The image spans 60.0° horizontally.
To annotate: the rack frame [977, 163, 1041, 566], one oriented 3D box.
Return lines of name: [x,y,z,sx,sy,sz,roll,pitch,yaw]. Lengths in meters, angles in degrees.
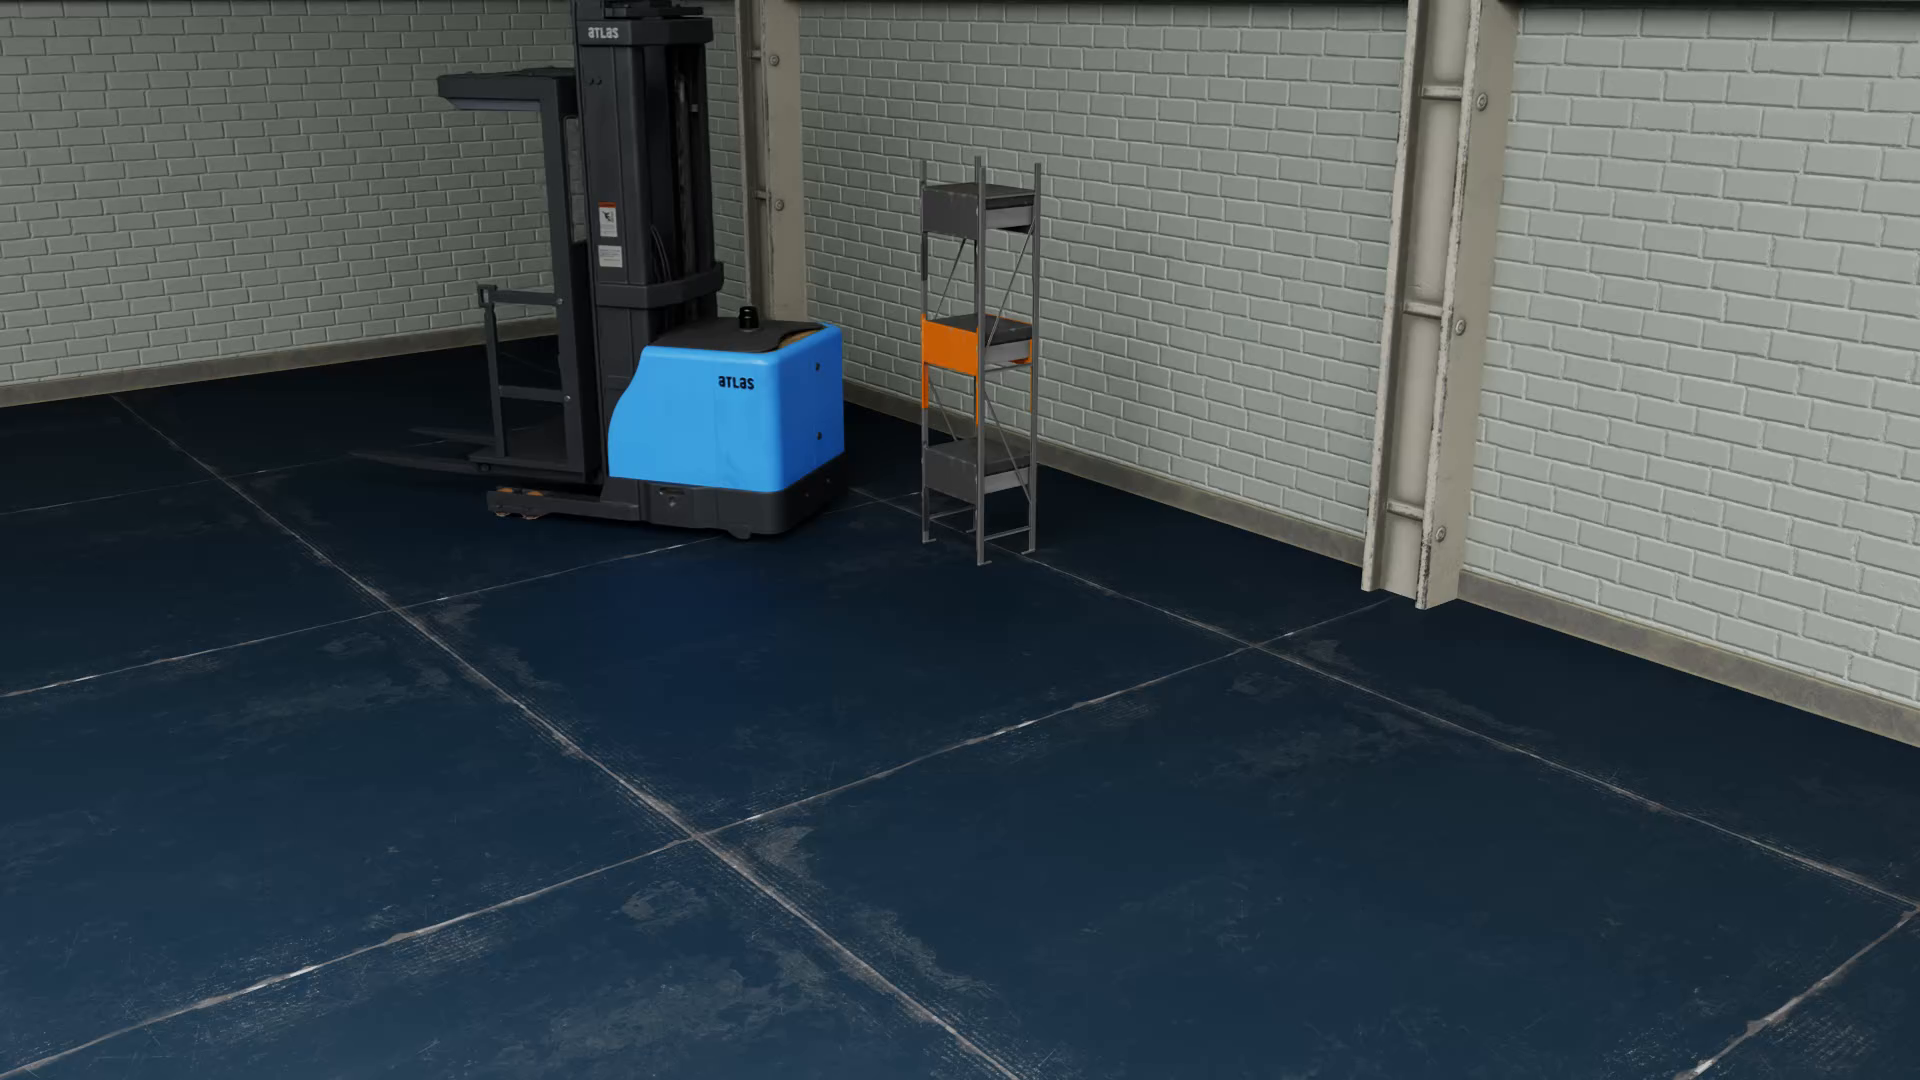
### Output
rack frame: [0.254,-0.896,8.728,0.400,2.100,0.015,-14,23,-36]

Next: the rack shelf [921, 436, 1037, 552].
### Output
rack shelf: [0.103,-0.279,9.134,0.431,0.518,0.480,-14,23,-36]

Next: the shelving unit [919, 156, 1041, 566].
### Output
shelving unit: [0.103,-0.956,8.909,0.431,2.100,0.503,-14,23,-36]

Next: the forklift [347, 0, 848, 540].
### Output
forklift: [-2.252,-1.657,9.704,3.031,2.935,1.130,6,19,18]

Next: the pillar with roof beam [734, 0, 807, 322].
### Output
pillar with roof beam: [-4.786,-4.640,9.059,9.100,9.000,0.400,-14,23,-36]

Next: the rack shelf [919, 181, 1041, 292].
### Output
rack shelf: [0.103,-1.608,8.693,0.431,0.518,0.480,-14,23,-36]

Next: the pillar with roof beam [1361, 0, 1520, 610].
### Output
pillar with roof beam: [-1.061,-3.161,4.594,9.100,9.000,0.400,-14,23,-36]

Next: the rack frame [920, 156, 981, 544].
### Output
rack frame: [-0.049,-1.016,9.091,0.400,2.100,0.015,-14,23,-36]

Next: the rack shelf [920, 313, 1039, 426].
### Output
rack shelf: [0.103,-0.943,8.914,0.431,0.518,0.480,-14,23,-36]
